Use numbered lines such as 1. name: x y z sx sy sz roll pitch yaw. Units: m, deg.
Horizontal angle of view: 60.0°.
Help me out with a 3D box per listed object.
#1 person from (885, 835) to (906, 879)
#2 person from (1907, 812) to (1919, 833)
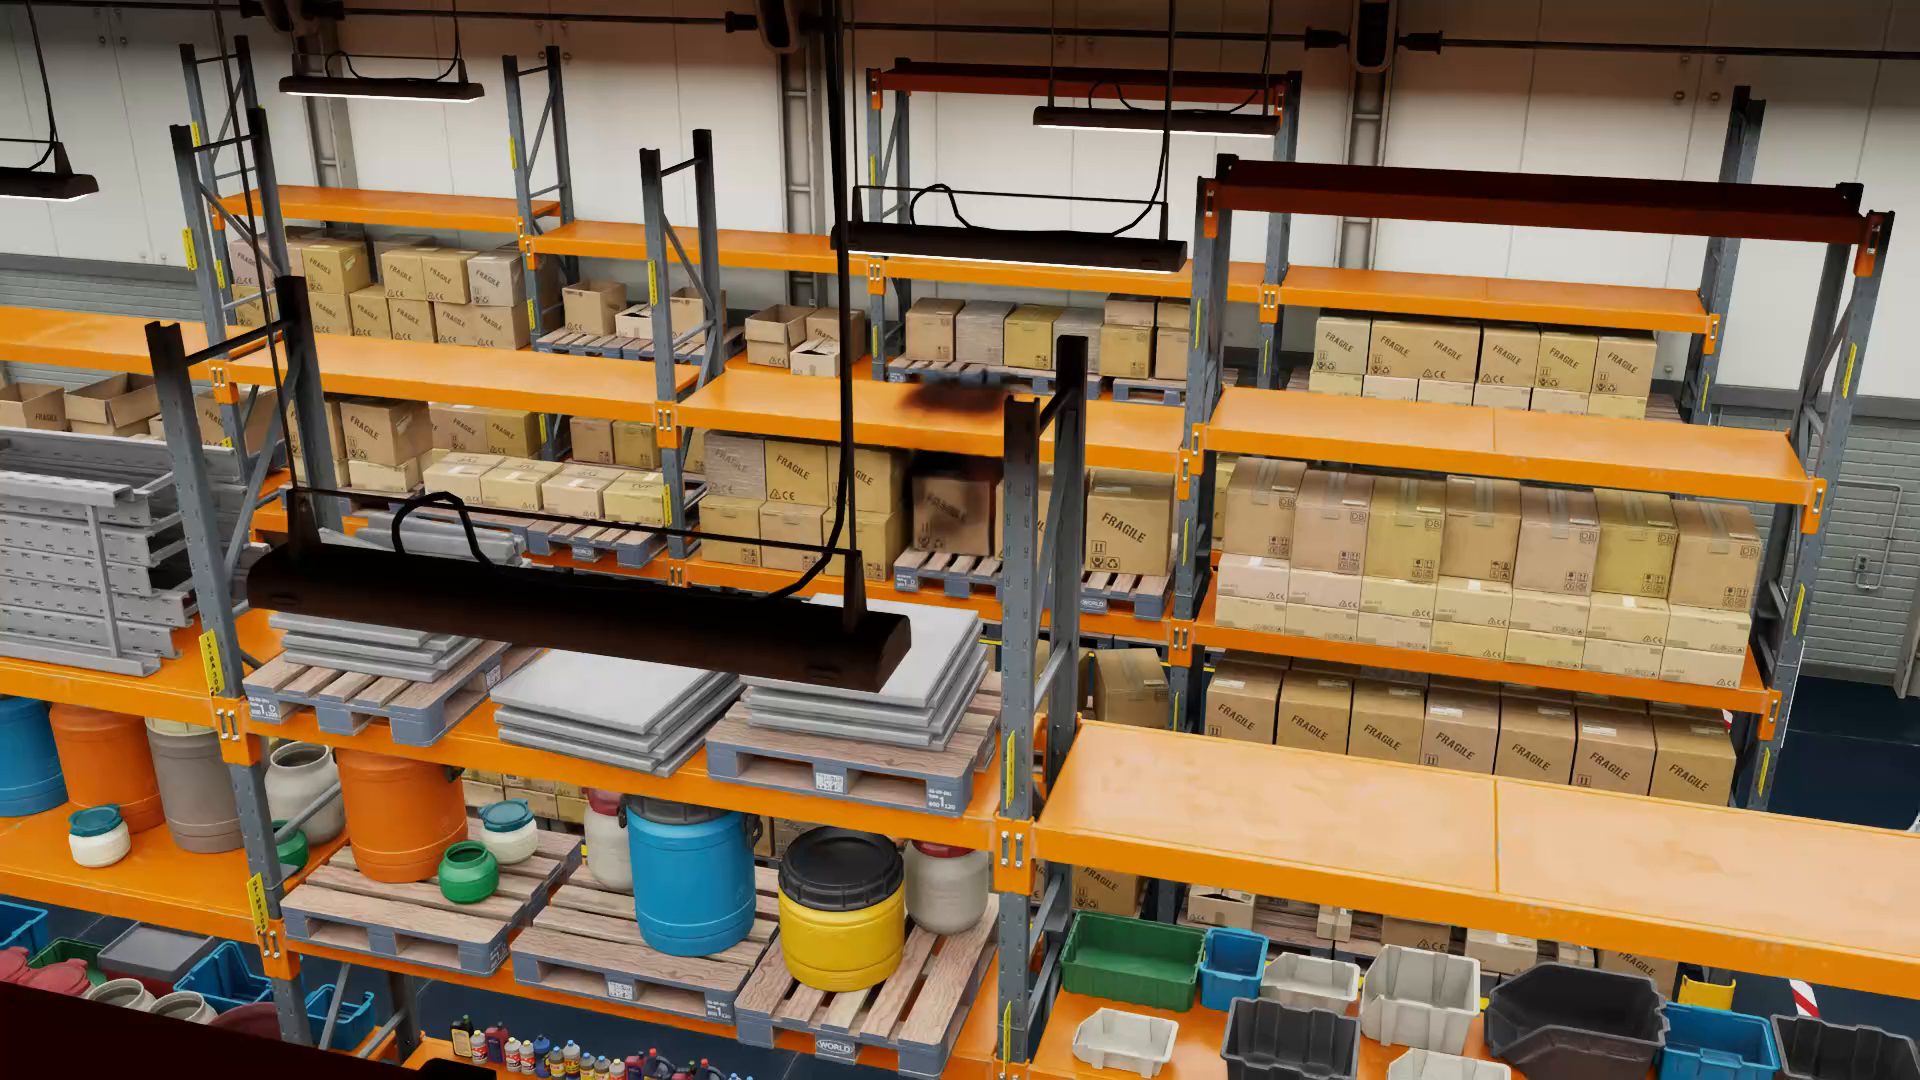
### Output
1. person: -0.548 2.712 11.675 0.982 1.679 0.594 12 25 26
2. person: 7.327 2.551 12.625 0.474 1.533 0.827 15 27 32
